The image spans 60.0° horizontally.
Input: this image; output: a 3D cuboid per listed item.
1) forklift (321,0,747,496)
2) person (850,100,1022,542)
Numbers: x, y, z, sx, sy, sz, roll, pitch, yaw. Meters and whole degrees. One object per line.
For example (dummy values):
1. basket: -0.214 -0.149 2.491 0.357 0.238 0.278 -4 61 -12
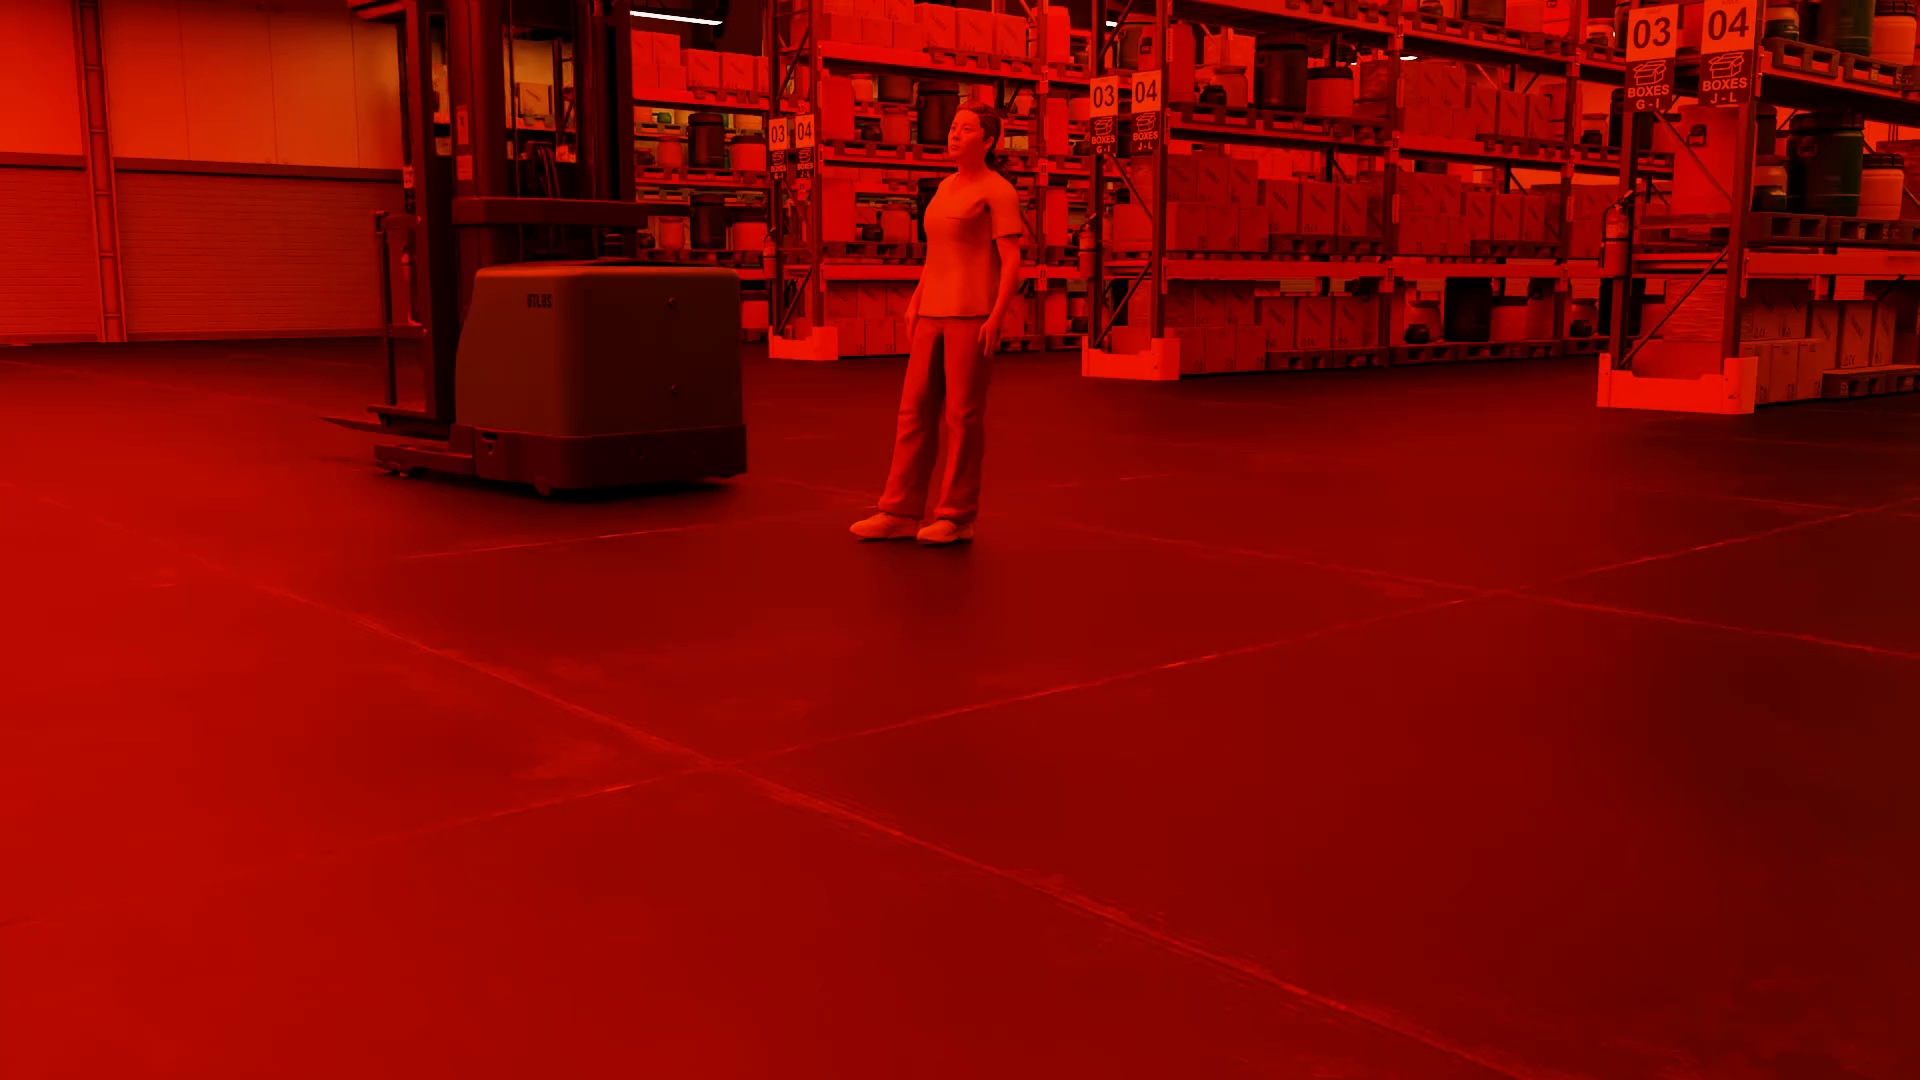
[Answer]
1. forklift: -2.447 -1.821 8.721 1.130 2.935 3.031 -9 12 -44
2. person: -0.063 -0.829 6.371 0.549 1.675 0.553 -8 12 -40
